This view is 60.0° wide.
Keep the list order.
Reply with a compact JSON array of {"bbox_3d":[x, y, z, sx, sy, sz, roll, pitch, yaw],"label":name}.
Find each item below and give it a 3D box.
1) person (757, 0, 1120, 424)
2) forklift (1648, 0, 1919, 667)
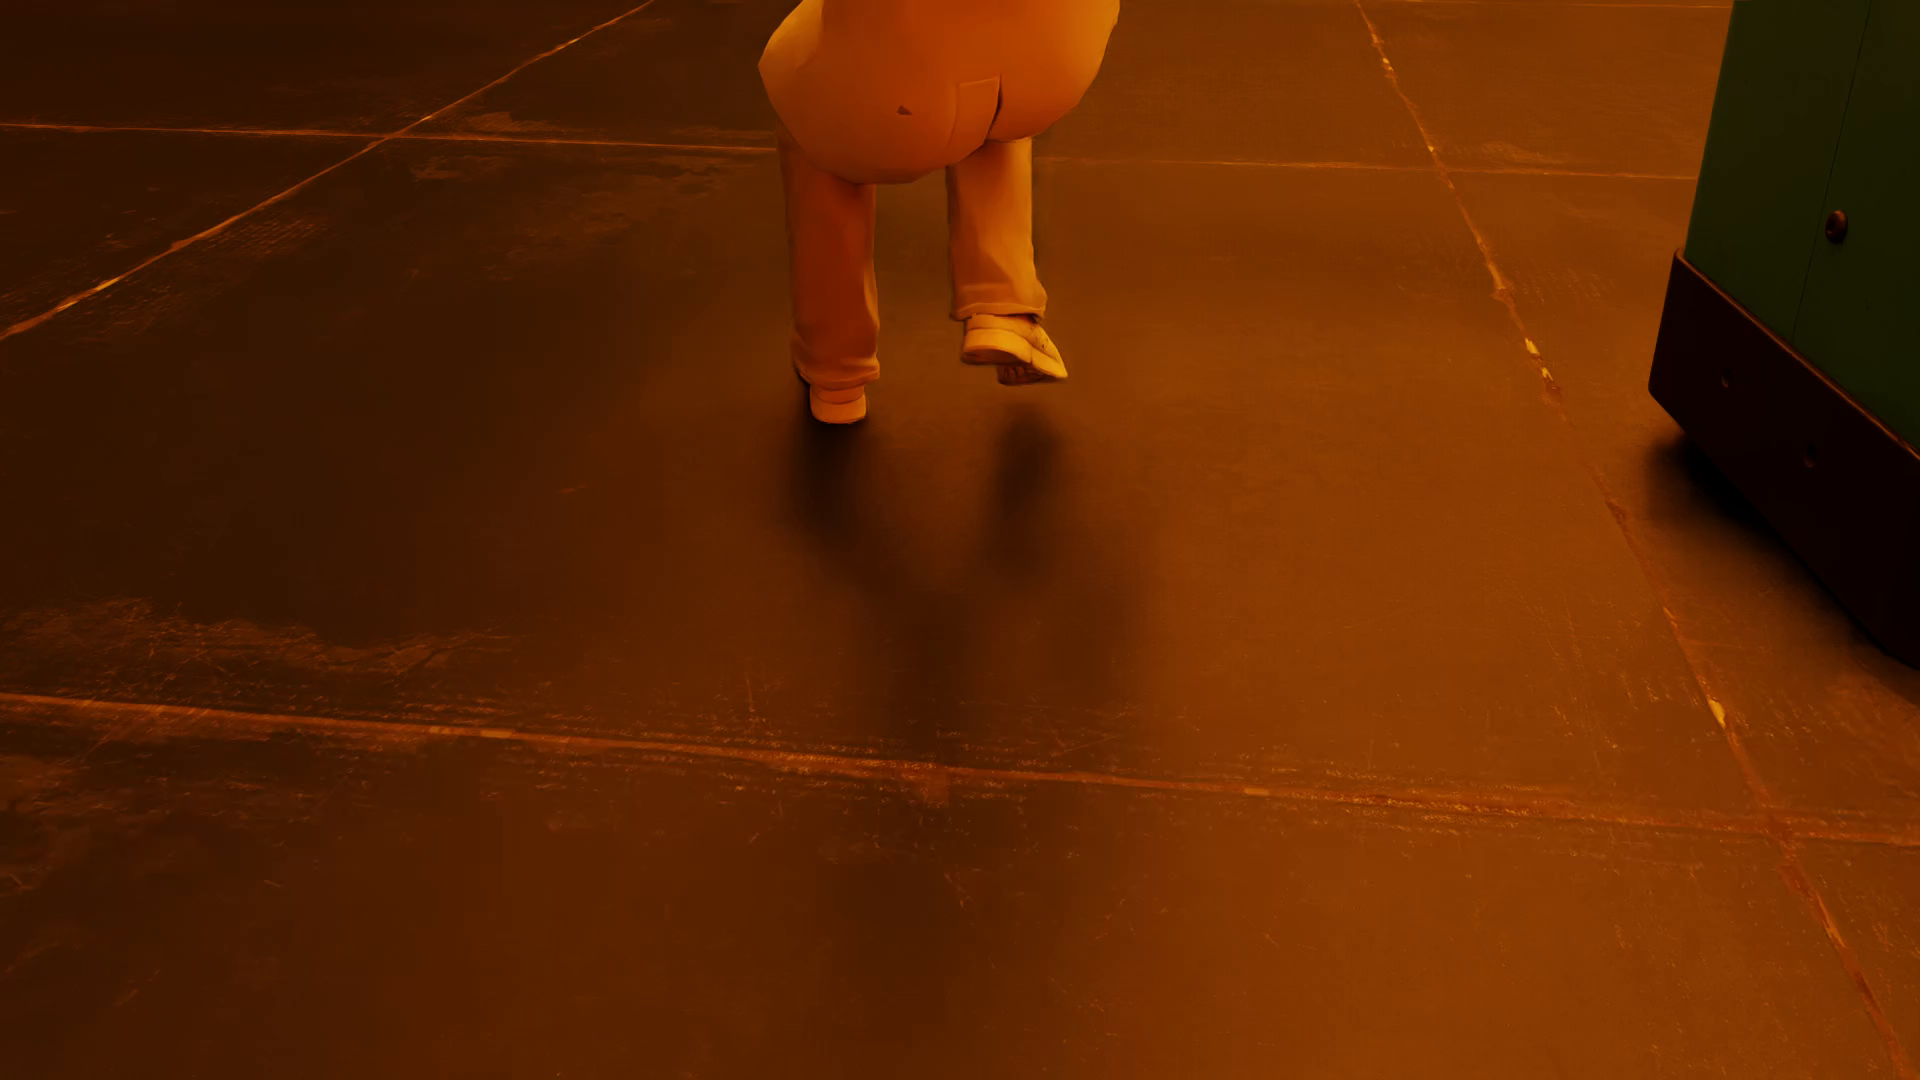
[{"bbox_3d":[-0.073,-0.872,2.518,1.198,1.546,0.894,-8,28,-16],"label":"person"},{"bbox_3d":[2.677,-1.284,1.791,3.031,2.935,1.130,1,27,2],"label":"forklift"}]
